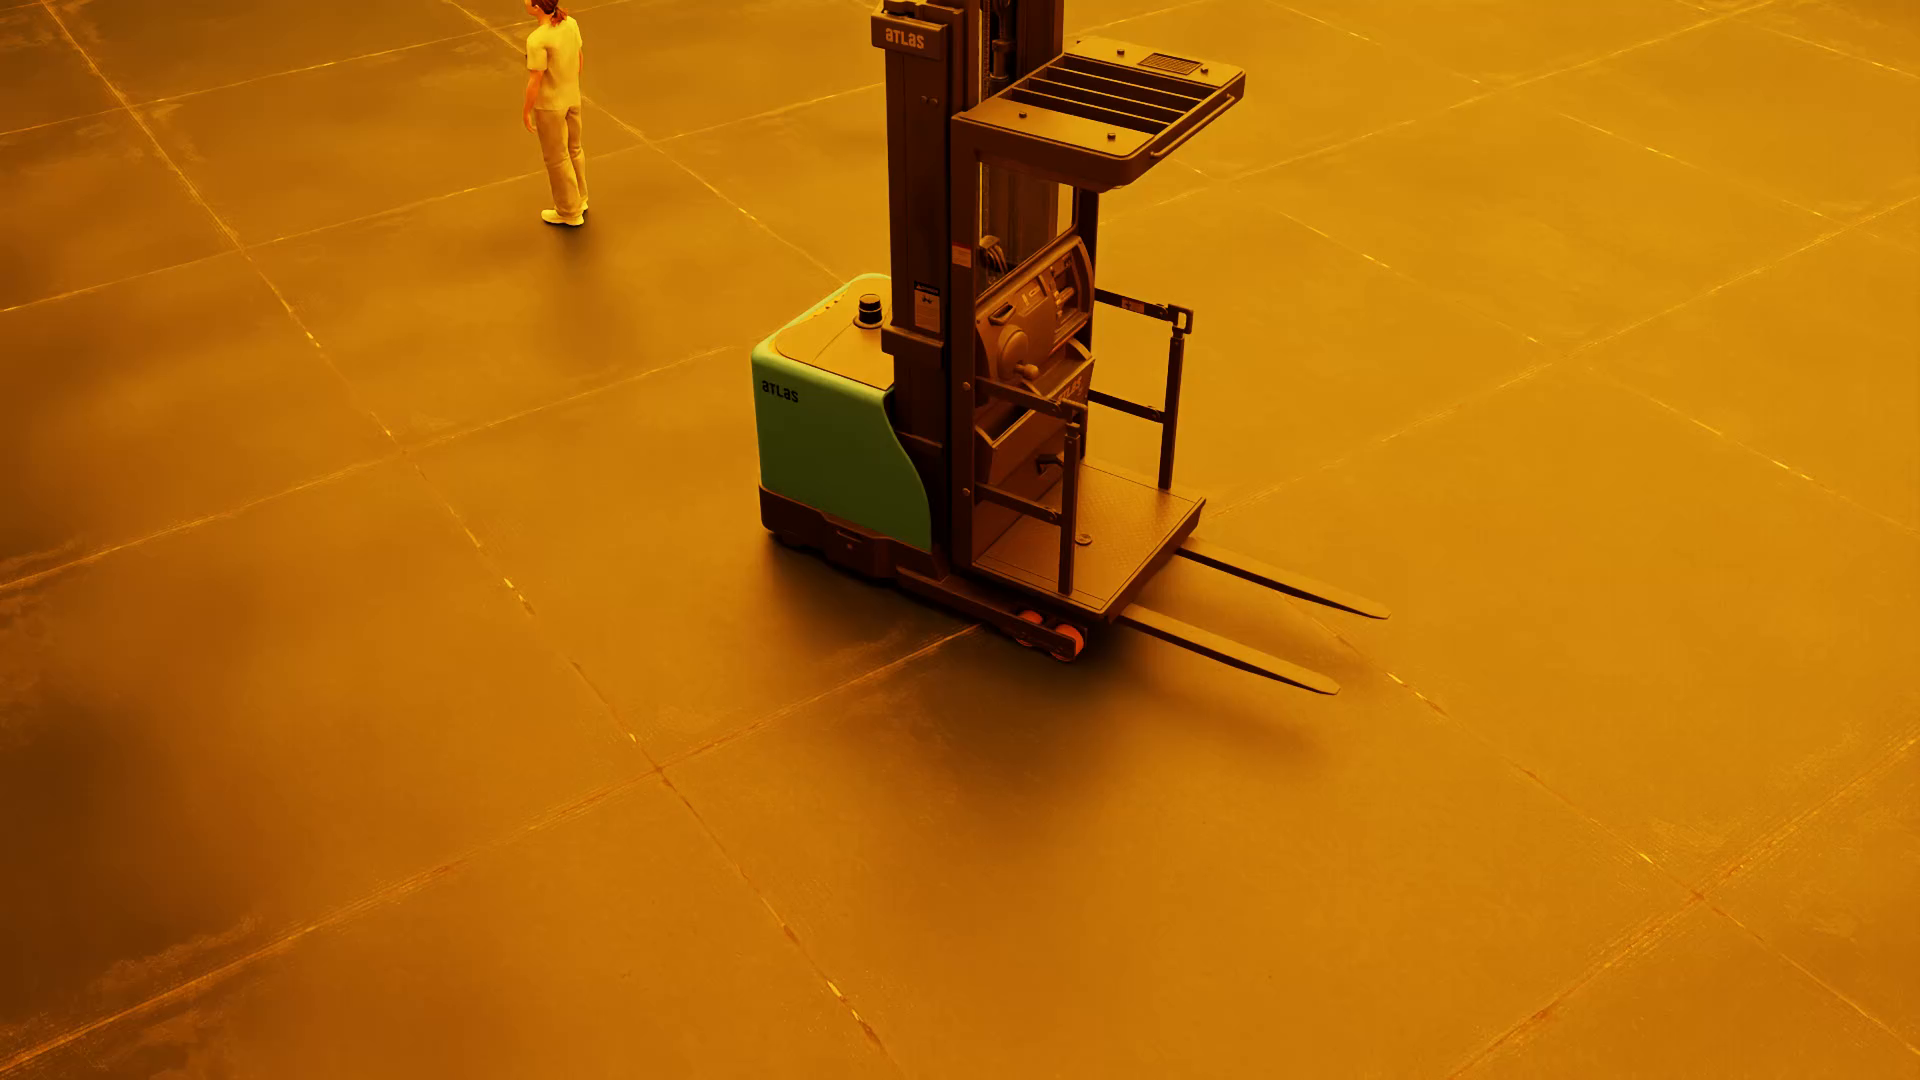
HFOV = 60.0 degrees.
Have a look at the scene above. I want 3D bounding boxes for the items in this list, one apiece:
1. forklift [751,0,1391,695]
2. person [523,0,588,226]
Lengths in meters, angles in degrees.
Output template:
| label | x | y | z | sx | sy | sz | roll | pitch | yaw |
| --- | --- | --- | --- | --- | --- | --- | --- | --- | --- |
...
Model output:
| label | x | y | z | sx | sy | sz | roll | pitch | yaw |
| --- | --- | --- | --- | --- | --- | --- | --- | --- | --- |
| forklift | 0.514 | -0.985 | 7.276 | 3.031 | 2.935 | 1.130 | 21 | 41 | 26 |
| person | -2.690 | -2.852 | 10.854 | 0.533 | 1.665 | 0.549 | 17 | 40 | 22 |
